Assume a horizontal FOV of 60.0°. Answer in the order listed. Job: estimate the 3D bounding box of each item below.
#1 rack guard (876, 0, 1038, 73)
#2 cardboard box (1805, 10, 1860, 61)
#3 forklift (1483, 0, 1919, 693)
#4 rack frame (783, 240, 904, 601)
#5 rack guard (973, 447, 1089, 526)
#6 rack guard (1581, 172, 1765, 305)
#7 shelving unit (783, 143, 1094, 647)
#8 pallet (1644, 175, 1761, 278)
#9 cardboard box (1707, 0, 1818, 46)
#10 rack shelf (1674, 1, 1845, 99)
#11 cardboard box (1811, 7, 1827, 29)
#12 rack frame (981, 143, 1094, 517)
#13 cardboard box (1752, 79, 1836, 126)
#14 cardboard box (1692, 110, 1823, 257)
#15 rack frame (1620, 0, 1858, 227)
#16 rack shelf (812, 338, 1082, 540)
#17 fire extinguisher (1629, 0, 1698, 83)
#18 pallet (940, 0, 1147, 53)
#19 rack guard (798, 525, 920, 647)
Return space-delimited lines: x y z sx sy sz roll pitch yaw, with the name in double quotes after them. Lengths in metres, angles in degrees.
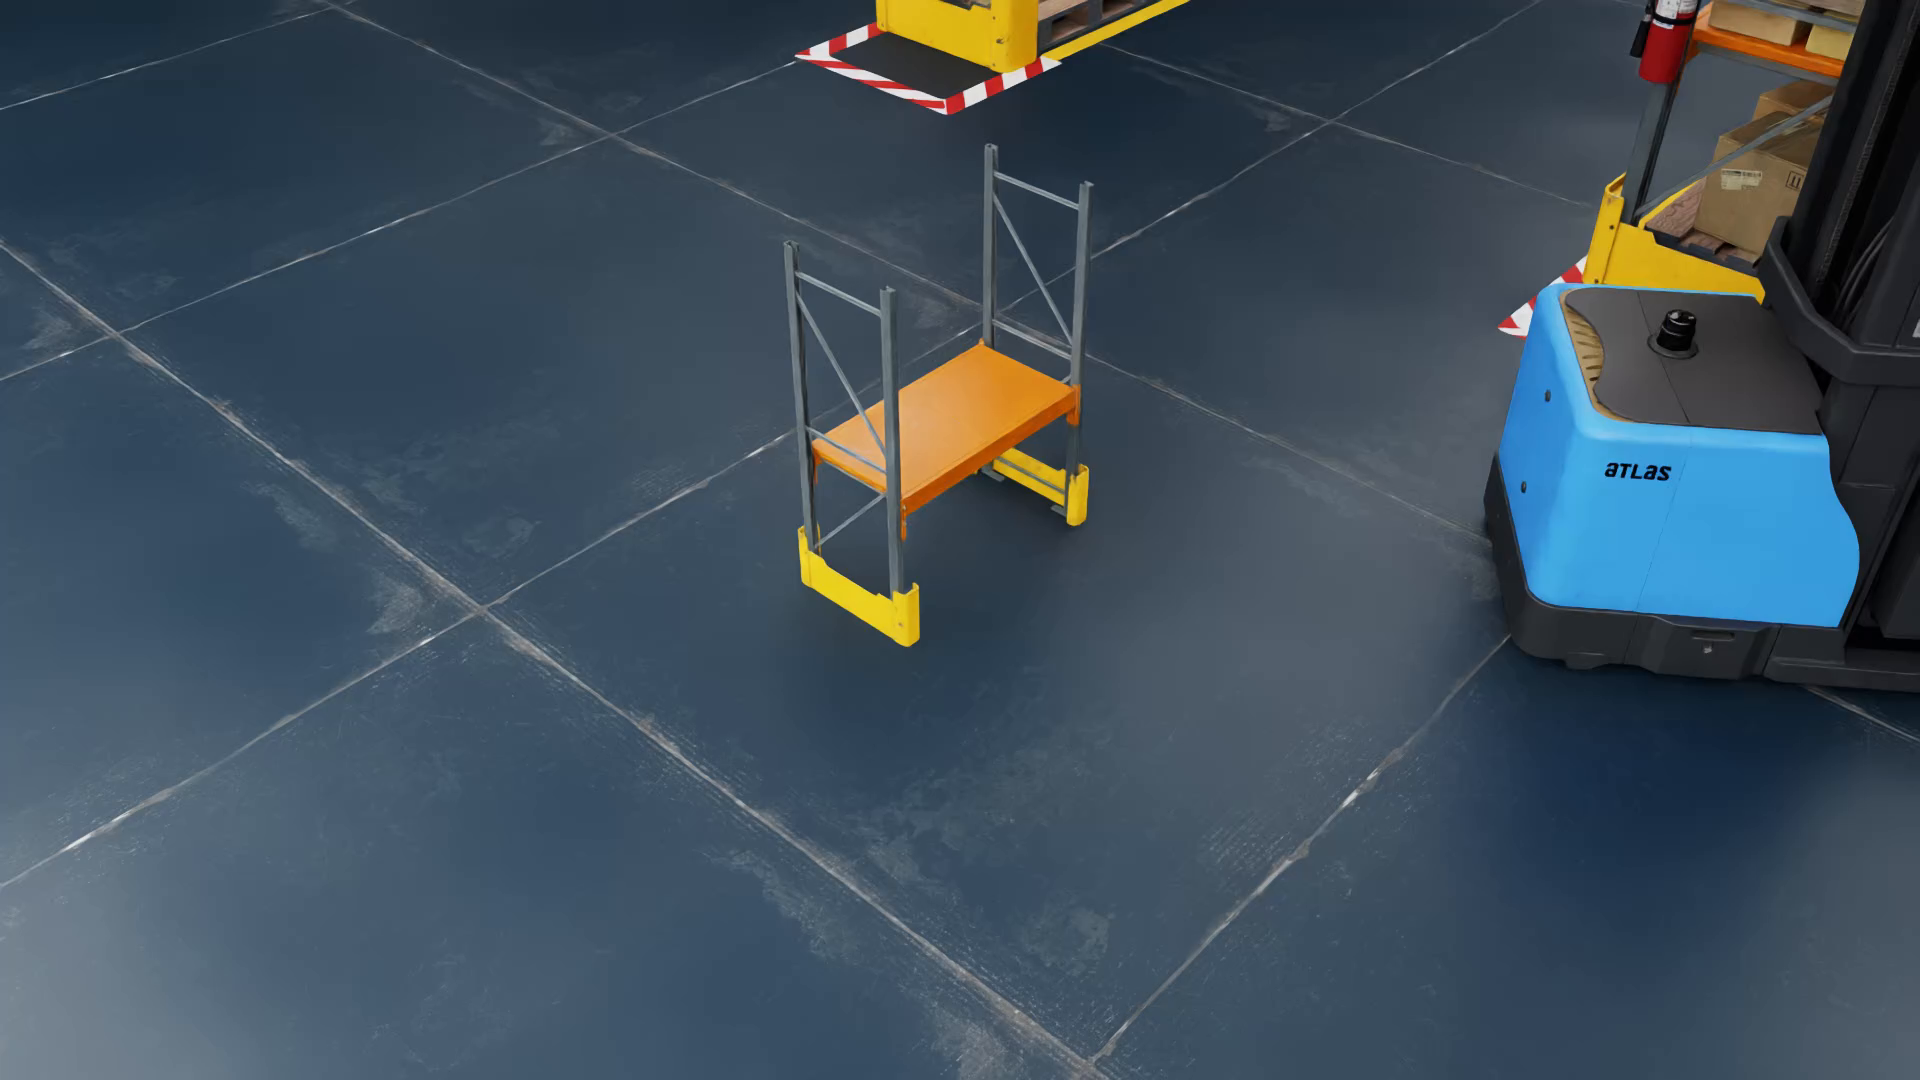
-0.031 -3.433 10.665 1.175 0.500 0.348 30 47 32 "rack guard"
3.976 -2.209 7.320 0.380 0.149 0.250 30 47 32 "cardboard box"
3.604 -0.877 5.498 3.031 2.935 1.130 4 39 5 "forklift"
-0.401 -0.314 5.940 0.500 1.500 0.032 30 47 32 "rack frame"
0.285 -0.292 6.916 0.587 0.250 0.087 30 47 32 "rack guard"
3.659 -1.333 8.025 1.175 0.500 0.348 30 47 32 "rack guard"
-0.051 -0.552 6.239 0.587 1.500 1.083 30 47 32 "shelving unit"
4.234 -1.578 8.565 1.003 0.211 1.213 30 47 32 "pallet"
3.648 -2.396 7.555 0.380 0.149 0.250 30 47 32 "cardboard box"
4.957 -2.914 8.582 1.077 0.370 4.000 30 47 32 "rack shelf"
3.817 -2.510 7.699 0.380 0.149 0.250 30 47 32 "cardboard box"
0.285 -0.781 6.528 0.500 1.500 0.032 30 47 32 "rack frame"
4.420 -2.031 8.566 0.500 0.500 0.500 -22 43 -25 "cardboard box"
4.042 -1.742 8.202 0.500 0.500 0.500 -25 45 -28 "cardboard box"
3.608 -2.277 7.203 1.000 3.000 0.127 30 47 32 "rack frame"
-0.058 -0.407 6.346 0.538 0.185 1.000 30 47 32 "rack shelf"
3.191 -2.387 7.404 0.296 0.674 0.183 30 47 32 "fire extinguisher"
0.521 -3.690 11.221 1.003 0.211 1.213 30 47 32 "pallet"
-0.387 0.166 6.340 0.587 0.250 0.087 30 47 32 "rack guard"
